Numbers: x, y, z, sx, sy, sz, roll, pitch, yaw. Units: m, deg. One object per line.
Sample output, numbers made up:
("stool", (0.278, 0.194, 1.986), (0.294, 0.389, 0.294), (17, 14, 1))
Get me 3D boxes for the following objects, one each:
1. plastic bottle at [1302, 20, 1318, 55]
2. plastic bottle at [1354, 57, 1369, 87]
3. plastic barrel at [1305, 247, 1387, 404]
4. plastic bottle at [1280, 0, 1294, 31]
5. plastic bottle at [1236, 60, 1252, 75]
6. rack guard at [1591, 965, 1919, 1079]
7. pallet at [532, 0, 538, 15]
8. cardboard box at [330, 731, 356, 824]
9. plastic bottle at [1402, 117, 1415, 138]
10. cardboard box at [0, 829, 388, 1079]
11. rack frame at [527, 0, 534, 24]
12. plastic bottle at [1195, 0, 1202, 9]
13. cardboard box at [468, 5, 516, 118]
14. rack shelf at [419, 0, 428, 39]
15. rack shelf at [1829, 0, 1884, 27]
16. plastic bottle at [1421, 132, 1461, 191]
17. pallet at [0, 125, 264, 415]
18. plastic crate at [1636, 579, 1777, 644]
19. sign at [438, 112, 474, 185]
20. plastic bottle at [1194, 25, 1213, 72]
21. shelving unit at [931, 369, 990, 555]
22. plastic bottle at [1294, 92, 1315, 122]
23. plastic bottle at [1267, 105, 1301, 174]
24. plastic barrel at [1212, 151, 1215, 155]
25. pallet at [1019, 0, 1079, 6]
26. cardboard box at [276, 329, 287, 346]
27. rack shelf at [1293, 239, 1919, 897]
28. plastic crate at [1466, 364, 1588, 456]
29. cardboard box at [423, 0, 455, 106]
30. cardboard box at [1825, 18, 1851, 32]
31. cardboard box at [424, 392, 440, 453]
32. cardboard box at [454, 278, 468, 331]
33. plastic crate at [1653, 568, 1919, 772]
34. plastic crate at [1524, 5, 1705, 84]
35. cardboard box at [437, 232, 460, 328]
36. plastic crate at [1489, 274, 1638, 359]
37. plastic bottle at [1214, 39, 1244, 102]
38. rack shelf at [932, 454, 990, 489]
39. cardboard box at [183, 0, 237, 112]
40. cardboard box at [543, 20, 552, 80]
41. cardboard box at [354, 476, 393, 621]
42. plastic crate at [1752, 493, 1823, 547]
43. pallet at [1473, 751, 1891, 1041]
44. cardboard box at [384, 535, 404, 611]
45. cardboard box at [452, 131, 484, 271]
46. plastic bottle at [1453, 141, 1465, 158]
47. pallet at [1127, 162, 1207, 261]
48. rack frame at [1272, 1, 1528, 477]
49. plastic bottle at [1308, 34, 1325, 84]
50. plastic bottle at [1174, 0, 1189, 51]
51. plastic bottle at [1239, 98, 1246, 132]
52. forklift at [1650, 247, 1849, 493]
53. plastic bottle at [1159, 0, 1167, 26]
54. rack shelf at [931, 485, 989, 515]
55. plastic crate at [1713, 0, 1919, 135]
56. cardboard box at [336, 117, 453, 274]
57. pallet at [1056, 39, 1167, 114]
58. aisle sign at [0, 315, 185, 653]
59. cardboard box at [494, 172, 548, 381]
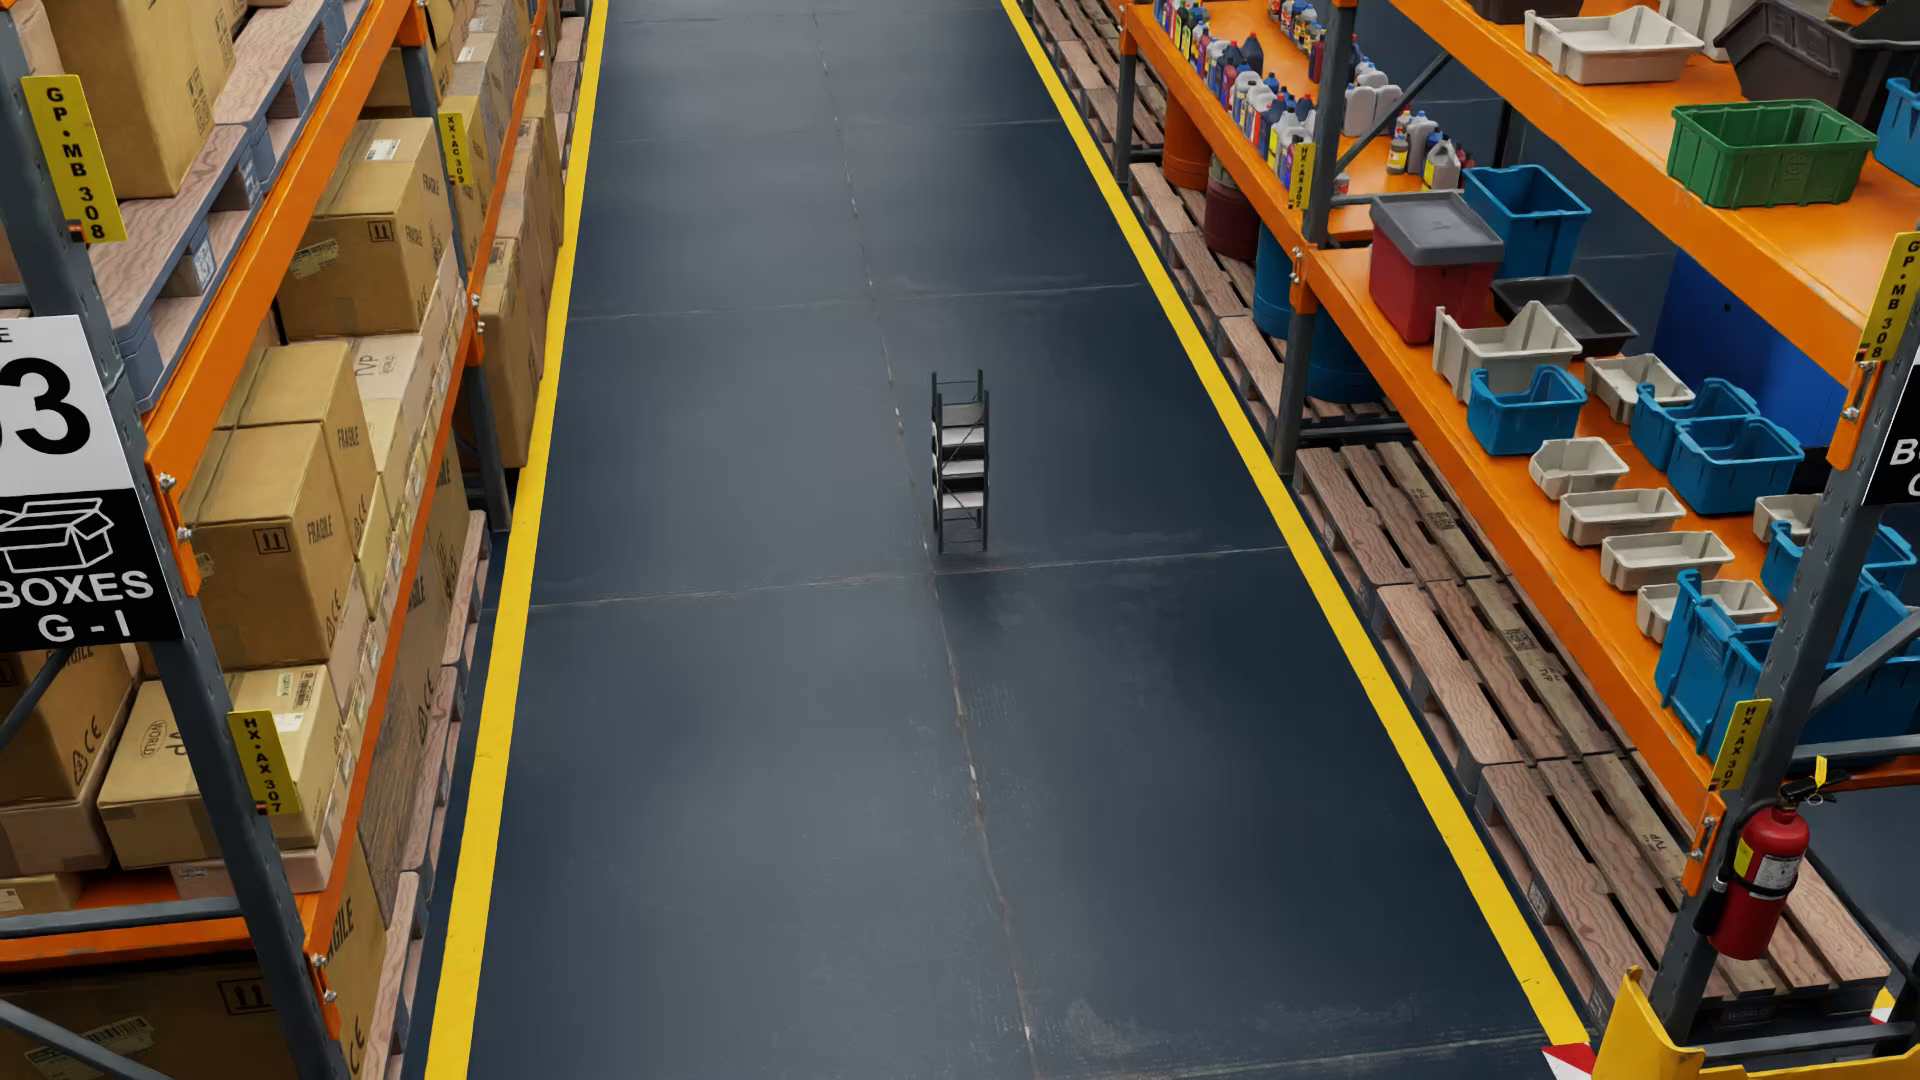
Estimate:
("plastic bottle", (2.194, -3.135, 10.364), (0.097, 0.201, 0.097), (0, 34, 0))
("plastic bottle", (2.319, -2.646, 9.584), (0.097, 0.271, 0.097), (0, 34, 0))
("plastic barrel", (2.105, -1.256, 8.920), (0.600, 0.901, 0.708), (-4, 35, -6))
("plastic bottle", (2.129, -3.407, 10.762), (0.097, 0.201, 0.097), (0, 34, 0))
("plastic bottle", (1.621, -2.619, 9.543), (0.097, 0.271, 0.097), (0, 34, 0))
("rack guard", (2.715, 1.633, 5.411), (1.175, 0.500, 0.348), (-4, 35, -6))
("pallet", (-3.486, -3.812, 11.351), (1.213, 0.211, 1.003), (-4, 35, -6))
("cardboard box", (-1.966, 0.700, 4.782), (0.380, 0.149, 0.250), (-5, 35, -7))
("plastic bottle", (2.426, -2.175, 8.955), (0.097, 0.201, 0.097), (0, 34, 0))
("cardboard box", (-2.374, 1.316, 5.170), (0.875, 0.875, 0.875), (-4, 35, -6))
("rack frame", (-3.285, -3.502, 10.725), (1.000, 3.000, 0.127), (-4, 35, -6))
("plastic bottle", (1.512, -3.571, 10.937), (0.152, 0.276, 0.135), (-4, 35, -6))
("cardboard box", (-2.839, -2.718, 9.487), (0.500, 0.500, 0.500), (-5, 35, -8))
("rack shelf", (-3.016, -3.328, 8.445), (1.077, 0.370, 4.000), (-4, 35, -6))
("rack shelf", (6.801, -2.837, 10.388), (1.077, 0.370, 4.000), (-4, 35, -6))
("plastic bottle", (2.429, -1.868, 8.371), (0.144, 0.351, 0.185), (-4, 35, -6))
("pallet", (-2.319, -0.654, 3.961), (1.003, 0.211, 1.213), (-4, 35, -6))
("plastic crate", (2.410, 0.230, 5.430), (0.396, 0.136, 0.243), (-4, 35, -6))
("sign", (-2.197, -1.703, 7.247), (0.100, 0.325, 0.005), (-4, 35, -6))
("plastic bottle", (1.474, -2.975, 10.067), (0.097, 0.271, 0.097), (0, 34, 0))
("shelving unit", (0.001, -0.367, 7.990), (0.258, 0.900, 0.210), (-4, 35, -6))
("plastic bottle", (1.831, -2.227, 8.898), (0.144, 0.351, 0.185), (-4, 35, -6))
("plastic bottle", (1.713, -2.113, 8.730), (0.144, 0.351, 0.185), (-4, 35, -6))
("plastic barrel", (1.870, -2.443, 11.007), (0.421, 0.512, 0.421), (0, 34, 0))
("pallet", (1.036, -5.335, 15.891), (1.003, 0.211, 1.213), (-4, 35, -6))
("cardboard box", (-2.881, -0.771, 6.587), (0.500, 0.250, 0.500), (-5, 35, -7))
("rack shelf", (2.430, -0.232, 6.565), (1.077, 0.370, 4.000), (-4, 35, -6))
("plastic crate", (2.169, -0.495, 6.408), (0.416, 0.233, 0.300), (-4, 35, -6))
("cardboard box", (-2.922, -2.465, 8.224), (0.797, 0.503, 0.637), (-4, 34, -6))
("cardboard box", (6.753, -3.834, 12.783), (0.500, 0.311, 0.500), (-3, 34, -5))
("cardboard box", (-2.242, -0.446, 6.465), (0.380, 0.149, 0.250), (-4, 34, -5))
("cardboard box", (-2.381, -1.021, 7.307), (0.380, 0.149, 0.250), (-4, 34, -6))
("plastic crate", (2.469, 0.375, 4.951), (0.616, 0.435, 0.499), (-4, 35, -6))
("plastic crate", (2.175, -1.678, 5.619), (0.437, 0.136, 0.530), (-4, 35, -6))
("cardboard box", (-2.427, -1.104, 7.076), (0.500, 0.250, 0.500), (-5, 35, -7))
("plastic crate", (2.578, -0.952, 7.174), (0.437, 0.125, 0.590), (-4, 35, -6))
("plastic bottle", (1.565, -2.727, 9.632), (0.144, 0.351, 0.185), (-4, 35, -6))
("rack shelf", (0.001, -0.340, 8.009), (0.258, 0.077, 0.200), (-4, 35, -6))
("cardboard box", (-2.406, -1.428, 4.467), (0.700, 0.500, 0.500), (-7, 35, -10))
("cardboard box", (-3.640, -3.959, 13.225), (0.700, 0.500, 0.500), (-7, 35, -10))
("cardboard box", (-2.146, 0.043, 5.393), (0.500, 0.250, 0.500), (-5, 35, -8))
("plastic crate", (2.940, -0.055, 5.848), (0.250, 0.136, 0.298), (-4, 35, -6))
("pallet", (2.627, 1.276, 6.190), (1.003, 0.211, 1.213), (-4, 35, -6))
("cardboard box", (-2.105, 0.126, 5.625), (0.380, 0.149, 0.250), (-5, 35, -7))
("cardboard box", (-2.561, -1.587, 7.826), (0.500, 0.500, 0.500), (-4, 35, -6))
("plastic bottle", (2.517, -1.908, 8.490), (0.061, 0.283, 0.133), (-4, 35, -6))
("pallet", (1.770, -2.288, 11.420), (1.003, 0.211, 1.213), (-4, 35, -6))
("rack frame", (2.161, -1.645, 8.000), (1.000, 3.000, 0.127), (-4, 35, -6))
("plastic bottle", (2.136, -2.884, 9.921), (0.061, 0.283, 0.133), (-4, 35, -6))
("plastic bottle", (1.396, -3.227, 10.425), (0.061, 0.283, 0.133), (-4, 35, -6))
("plastic bottle", (1.610, -2.381, 9.257), (0.097, 0.201, 0.097), (0, 34, 0))
("forklift", (5.322, -1.840, 8.348), (3.031, 2.935, 1.130), (-7, 35, -10))
("plastic bottle", (1.349, -3.491, 10.824), (0.097, 0.271, 0.097), (0, 34, 0))
("rack shelf", (0.001, -0.191, 8.110), (0.258, 0.077, 0.200), (-4, 35, -6))
("plastic crate", (2.766, -1.500, 5.179), (0.504, 0.338, 0.767), (-4, 35, -6))
("cardboard box", (-2.420, -1.404, 6.850), (0.500, 0.500, 0.500), (-3, 34, -5))
("pallet", (1.397, -3.839, 13.696), (1.003, 0.211, 1.213), (-4, 35, -6))
("aisle sign", (-1.902, -0.095, 3.417), (0.394, 0.787, 0.004), (-4, 35, -6))
("cardboard box", (-2.974, -1.420, 9.183), (1.225, 0.875, 0.875), (-6, 35, -8))
